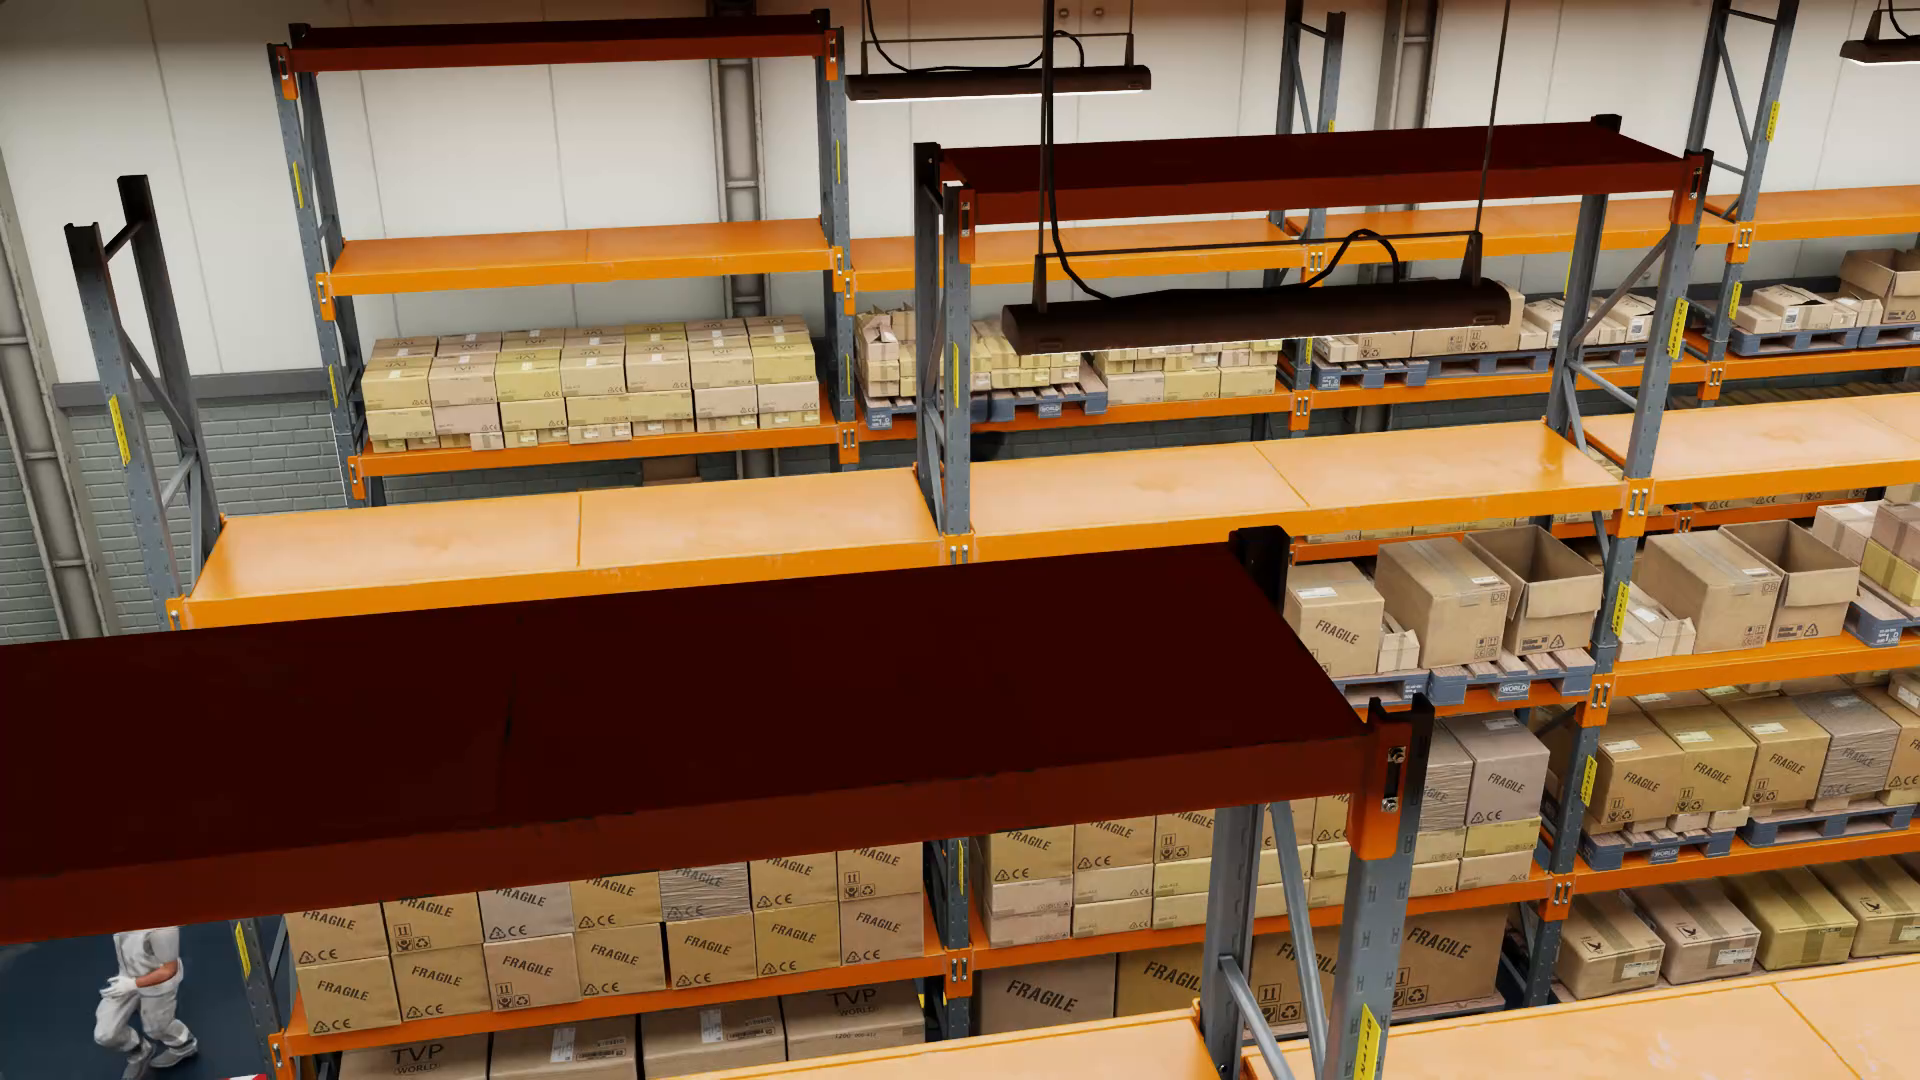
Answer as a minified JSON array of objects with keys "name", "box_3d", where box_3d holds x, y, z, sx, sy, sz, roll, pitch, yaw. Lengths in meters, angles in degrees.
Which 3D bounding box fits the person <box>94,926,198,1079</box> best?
[{"name":"person","box_3d":[-5.150,2.790,10.492,0.694,1.715,0.652,14,29,26]}]
